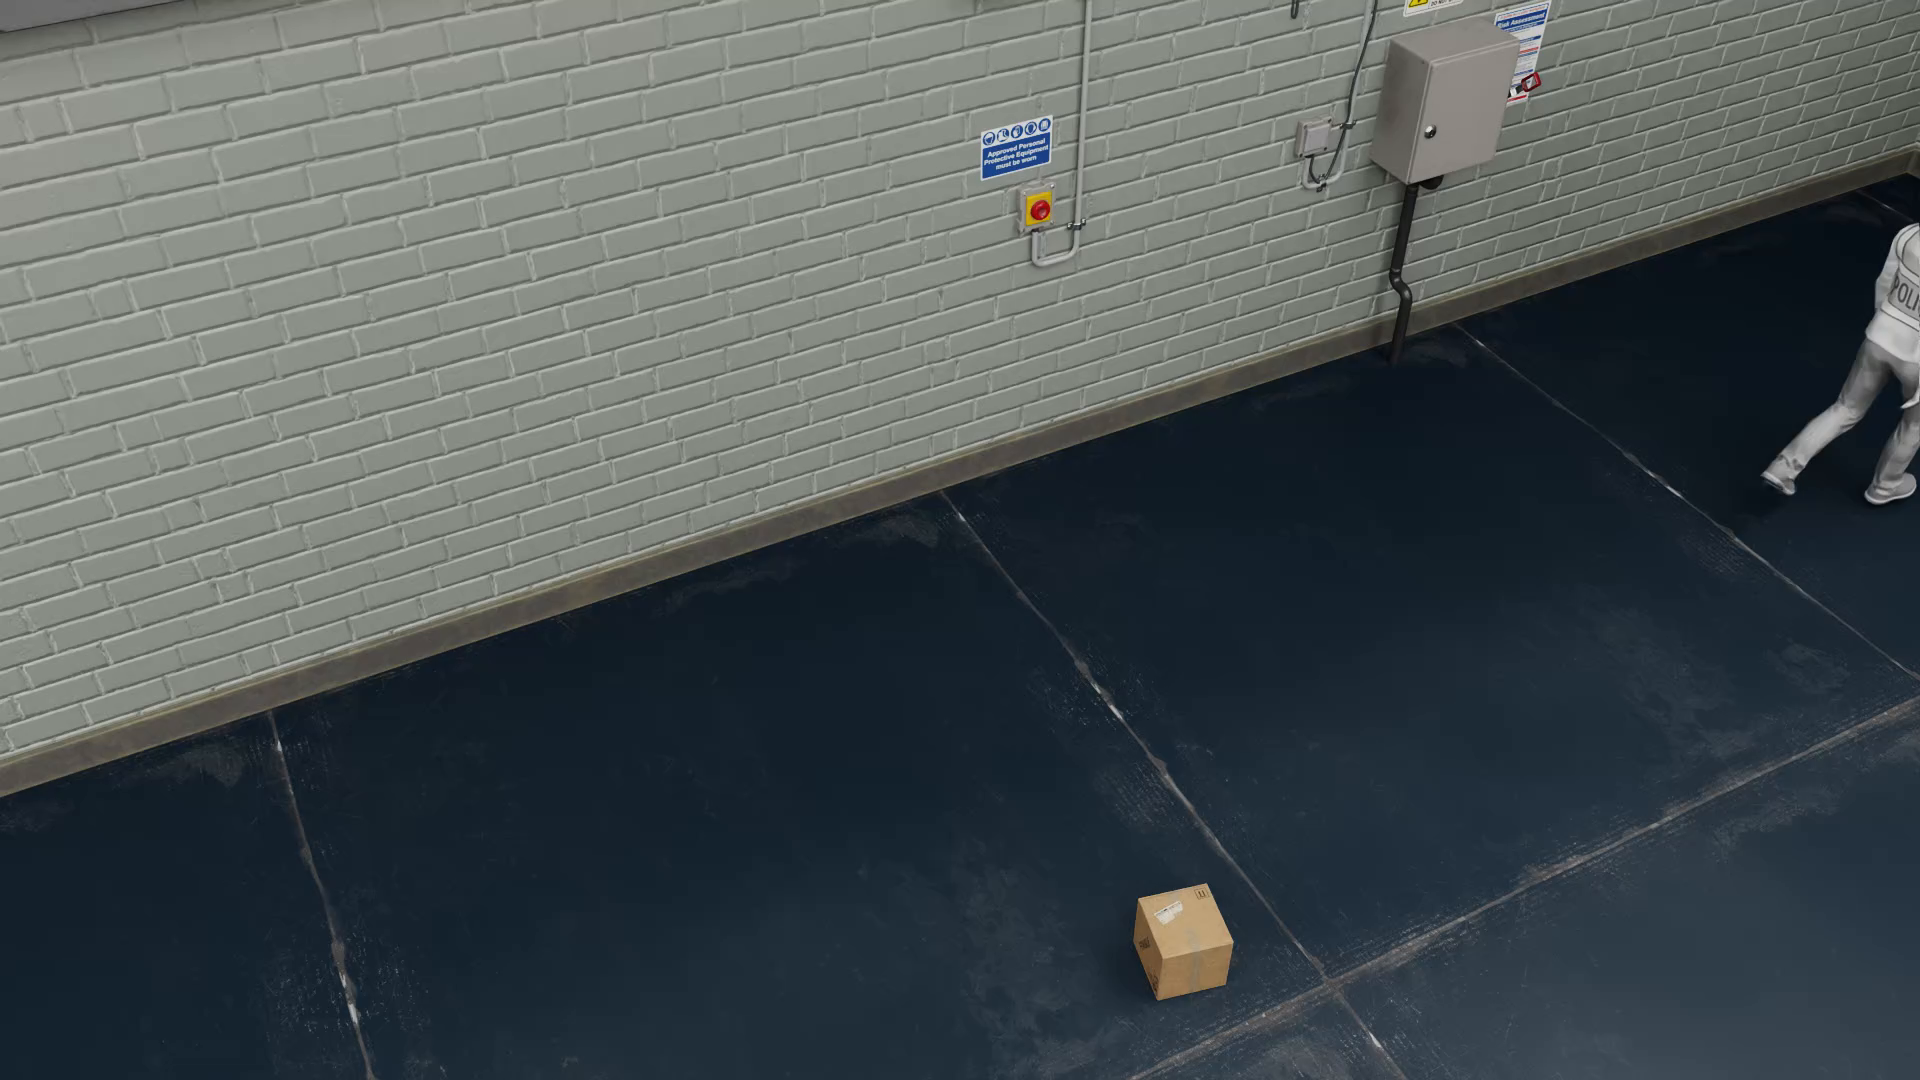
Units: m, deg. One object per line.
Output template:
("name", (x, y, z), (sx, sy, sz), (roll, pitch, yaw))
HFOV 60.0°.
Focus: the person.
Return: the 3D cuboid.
("person", (3.971, -0.802, 7.028), (0.837, 1.657, 0.480), (-18, 45, -19))
